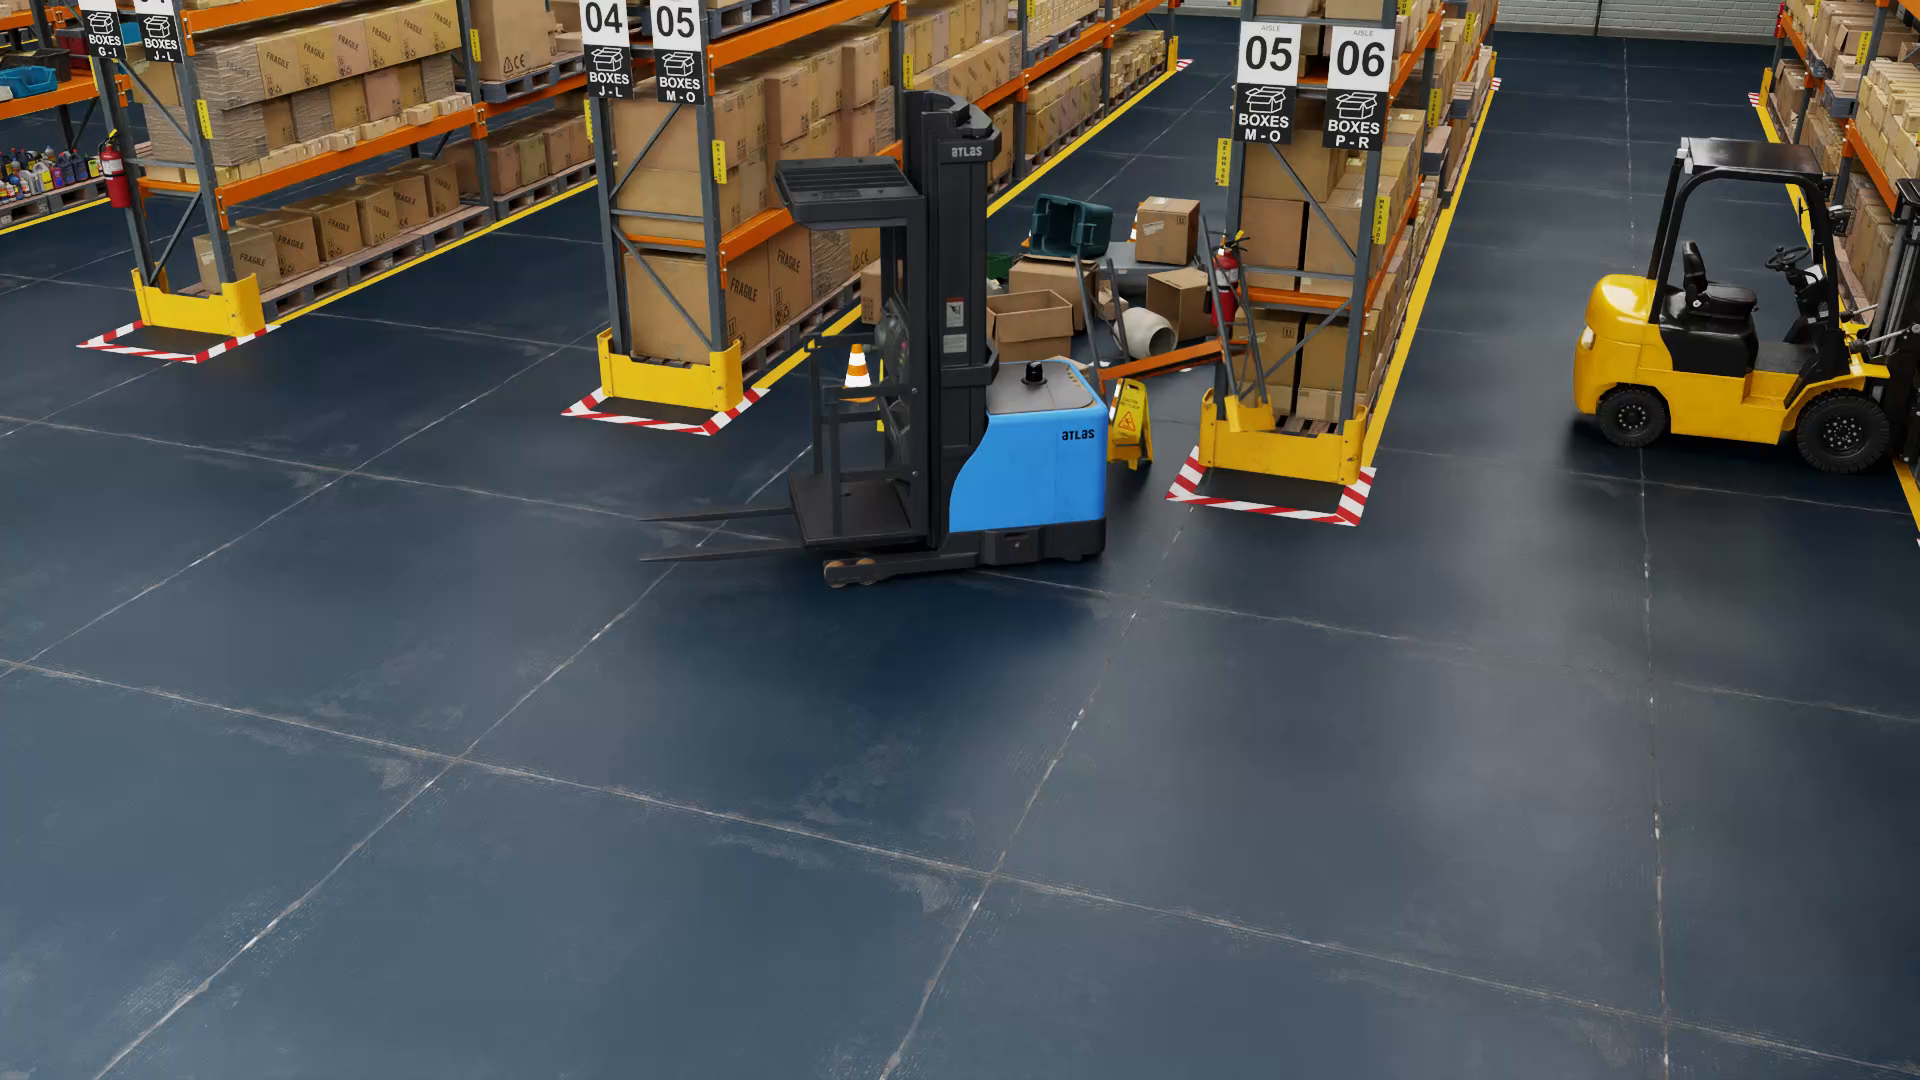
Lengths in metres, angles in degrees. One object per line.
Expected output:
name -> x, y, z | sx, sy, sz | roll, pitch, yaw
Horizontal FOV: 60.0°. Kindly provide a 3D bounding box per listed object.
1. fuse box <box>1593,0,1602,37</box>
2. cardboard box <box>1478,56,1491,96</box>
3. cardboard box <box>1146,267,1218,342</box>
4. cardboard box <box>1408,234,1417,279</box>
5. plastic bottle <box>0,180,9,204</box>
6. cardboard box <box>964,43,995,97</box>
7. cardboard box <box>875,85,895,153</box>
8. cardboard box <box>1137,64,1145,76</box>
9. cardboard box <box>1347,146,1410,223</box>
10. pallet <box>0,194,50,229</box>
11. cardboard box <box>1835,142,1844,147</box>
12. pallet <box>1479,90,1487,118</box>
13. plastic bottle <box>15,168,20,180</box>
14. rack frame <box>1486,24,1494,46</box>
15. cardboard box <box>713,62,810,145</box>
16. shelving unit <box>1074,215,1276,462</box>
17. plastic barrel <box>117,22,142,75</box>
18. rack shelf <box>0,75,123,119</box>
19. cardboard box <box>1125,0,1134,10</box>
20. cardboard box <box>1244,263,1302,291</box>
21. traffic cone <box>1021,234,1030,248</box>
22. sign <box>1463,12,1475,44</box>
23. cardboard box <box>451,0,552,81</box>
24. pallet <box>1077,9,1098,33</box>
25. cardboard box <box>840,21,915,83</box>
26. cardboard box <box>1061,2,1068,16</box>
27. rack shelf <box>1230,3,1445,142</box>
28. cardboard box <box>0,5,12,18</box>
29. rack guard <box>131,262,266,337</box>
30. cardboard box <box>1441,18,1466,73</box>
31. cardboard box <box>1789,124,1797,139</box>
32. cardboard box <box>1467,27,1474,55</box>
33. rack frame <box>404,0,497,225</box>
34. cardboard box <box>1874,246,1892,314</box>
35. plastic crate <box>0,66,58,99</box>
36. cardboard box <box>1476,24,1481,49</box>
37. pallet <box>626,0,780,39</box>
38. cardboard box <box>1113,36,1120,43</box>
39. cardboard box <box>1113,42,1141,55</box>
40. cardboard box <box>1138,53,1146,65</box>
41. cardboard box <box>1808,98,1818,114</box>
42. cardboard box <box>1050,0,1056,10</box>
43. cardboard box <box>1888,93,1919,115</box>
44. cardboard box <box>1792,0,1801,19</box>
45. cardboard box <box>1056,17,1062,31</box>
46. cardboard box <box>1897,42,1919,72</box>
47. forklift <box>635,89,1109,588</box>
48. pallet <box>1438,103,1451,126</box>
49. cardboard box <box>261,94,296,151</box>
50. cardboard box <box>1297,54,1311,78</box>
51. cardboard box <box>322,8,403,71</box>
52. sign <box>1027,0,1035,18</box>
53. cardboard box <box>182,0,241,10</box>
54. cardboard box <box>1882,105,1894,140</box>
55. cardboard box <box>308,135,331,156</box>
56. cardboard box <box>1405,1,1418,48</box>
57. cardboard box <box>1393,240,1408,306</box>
fuse box -> 11.457, -9.815, 29.558 | 0.539, 1.711, 0.414 | 9, 27, 17
cardboard box -> 7.248, -6.812, 24.335 | 0.875, 0.438, 0.875 | 9, 27, 19
cardboard box -> 2.037, -2.141, 15.095 | 0.500, 0.500, 0.500 | -14, 29, -27
cardboard box -> 3.849, -2.730, 15.980 | 0.950, 0.372, 0.625 | 9, 27, 18
plastic bottle -> -10.626, -3.871, 18.429 | 0.097, 0.271, 0.097 | 0, 26, 0
cardboard box -> 0.076, -5.239, 18.513 | 0.500, 0.500, 0.500 | 8, 27, 17
cardboard box -> -1.136, -4.098, 16.100 | 0.875, 0.550, 0.550 | 9, 27, 17
cardboard box -> 2.625, -7.232, 25.533 | 0.380, 0.149, 0.250 | 9, 27, 18
cardboard box -> 3.264, -2.830, 13.198 | 0.500, 0.500, 0.500 | 8, 27, 16
pallet -> -11.006, -3.635, 18.516 | 1.003, 0.211, 1.213 | 9, 27, 17
cardboard box -> 9.806, -4.247, 18.222 | 0.380, 0.149, 0.250 | 8, 27, 16
pallet -> 7.070, -6.344, 24.111 | 1.003, 0.211, 1.213 | 9, 27, 17
plastic bottle -> -10.611, -4.070, 18.825 | 0.061, 0.283, 0.133 | 9, 27, 17
rack frame -> 7.670, -8.439, 25.238 | 1.000, 3.000, 0.127 | 9, 27, 17
cardboard box -> -1.785, -3.691, 14.019 | 0.875, 0.550, 0.550 | 9, 27, 17
shelving unit -> 1.499, -1.405, 11.797 | 1.083, 1.500, 0.587 | -12, -2, 36
plastic barrel -> -9.925, -6.004, 19.632 | 0.600, 0.901, 0.708 | 9, 27, 17
rack shelf -> -11.005, -4.517, 17.964 | 1.077, 0.370, 4.000 | 9, 27, 17
cardboard box -> 2.337, -7.867, 24.344 | 0.380, 0.149, 0.250 | 9, 27, 18
cardboard box -> 2.268, -1.936, 12.094 | 0.380, 0.149, 0.250 | 10, 27, 19
traffic cone -> 0.845, -3.374, 17.688 | 0.336, 0.463, 0.334 | 9, 27, 17
sign -> 5.523, -5.562, 18.058 | 0.100, 0.325, 0.005 | 9, 27, 17
cardboard box -> -5.272, -5.710, 18.431 | 1.000, 1.000, 1.000 | 9, 27, 18
pallet -> 1.246, -7.092, 22.676 | 1.003, 0.211, 1.213 | 9, 27, 17
cardboard box -> -0.865, -4.884, 16.633 | 0.700, 0.500, 0.500 | 8, 27, 17
cardboard box -> 1.170, -6.848, 21.417 | 0.380, 0.149, 0.250 | 10, 27, 19
rack shelf -> 3.011, -3.712, 12.858 | 1.077, 0.370, 4.000 | 9, 27, 17
cardboard box -> -13.717, -7.504, 23.595 | 0.380, 0.149, 0.250 | 9, 27, 17
rack guard -> -6.974, -2.207, 15.235 | 1.175, 0.500, 0.348 | 9, 27, 17
cardboard box -> 5.119, -5.292, 17.801 | 0.500, 0.500, 0.500 | 8, 27, 16
cardboard box -> 10.929, -5.254, 21.450 | 0.380, 0.149, 0.250 | 8, 27, 16
cardboard box -> 5.760, -5.897, 19.585 | 0.500, 0.250, 0.500 | 9, 27, 17
rack frame -> -5.669, -4.945, 18.021 | 1.000, 3.000, 0.127 | 9, 27, 17
cardboard box -> 8.522, -2.126, 14.441 | 0.875, 0.625, 0.625 | 10, 28, 20
plastic crate -> -10.451, -5.102, 18.516 | 0.499, 0.251, 0.616 | 9, 27, 17
cardboard box -> 6.427, -6.507, 21.419 | 0.500, 0.250, 0.500 | 8, 27, 16
pallet -> -2.119, -4.157, 13.053 | 1.003, 0.211, 1.213 | 9, 27, 17
cardboard box -> 2.286, -7.793, 26.011 | 0.380, 0.149, 0.250 | 7, 27, 15
cardboard box -> 2.552, -7.507, 25.420 | 0.380, 0.149, 0.250 | 8, 27, 16
cardboard box -> 2.628, -7.366, 25.469 | 0.380, 0.149, 0.250 | 10, 28, 20
cardboard box -> 10.651, -5.324, 20.446 | 0.380, 0.149, 0.250 | 10, 28, 20
cardboard box -> 0.992, -6.765, 20.903 | 0.380, 0.149, 0.250 | 10, 28, 20
cardboard box -> 8.675, -3.949, 15.104 | 0.380, 0.149, 0.250 | 8, 27, 16
cardboard box -> 11.614, -7.224, 22.559 | 0.500, 0.250, 0.500 | 8, 27, 16
cardboard box -> 1.085, -6.604, 21.253 | 0.380, 0.149, 0.250 | 9, 27, 18
cardboard box -> 10.008, -4.856, 17.241 | 0.500, 0.500, 0.500 | 10, 28, 20
forklift -> -0.610, -1.266, 10.501 | 3.031, 2.935, 1.130 | -5, 26, -10
pallet -> 4.388, -4.246, 16.797 | 1.003, 0.211, 1.213 | 9, 27, 17
cardboard box -> -6.737, -3.925, 15.458 | 0.875, 0.500, 0.500 | 9, 27, 17
cardboard box -> 2.201, -3.288, 11.445 | 0.380, 0.149, 0.250 | 9, 27, 18
cardboard box -> -5.891, -4.938, 16.403 | 0.500, 0.500, 0.500 | 9, 27, 17
sign -> 0.831, -6.270, 19.429 | 0.100, 0.325, 0.005 | 9, 27, 17
cardboard box -> -6.596, -4.744, 14.336 | 0.500, 0.250, 0.500 | 10, 27, 19
cardboard box -> 8.807, -3.812, 15.280 | 0.500, 0.250, 0.500 | 9, 27, 18
cardboard box -> -6.270, -3.785, 15.914 | 0.380, 0.149, 0.250 | 9, 27, 17
cardboard box -> 2.941, -3.654, 11.743 | 0.500, 0.250, 0.500 | 8, 27, 17
cardboard box -> 3.565, -2.305, 14.382 | 0.500, 0.500, 0.500 | 9, 27, 18
